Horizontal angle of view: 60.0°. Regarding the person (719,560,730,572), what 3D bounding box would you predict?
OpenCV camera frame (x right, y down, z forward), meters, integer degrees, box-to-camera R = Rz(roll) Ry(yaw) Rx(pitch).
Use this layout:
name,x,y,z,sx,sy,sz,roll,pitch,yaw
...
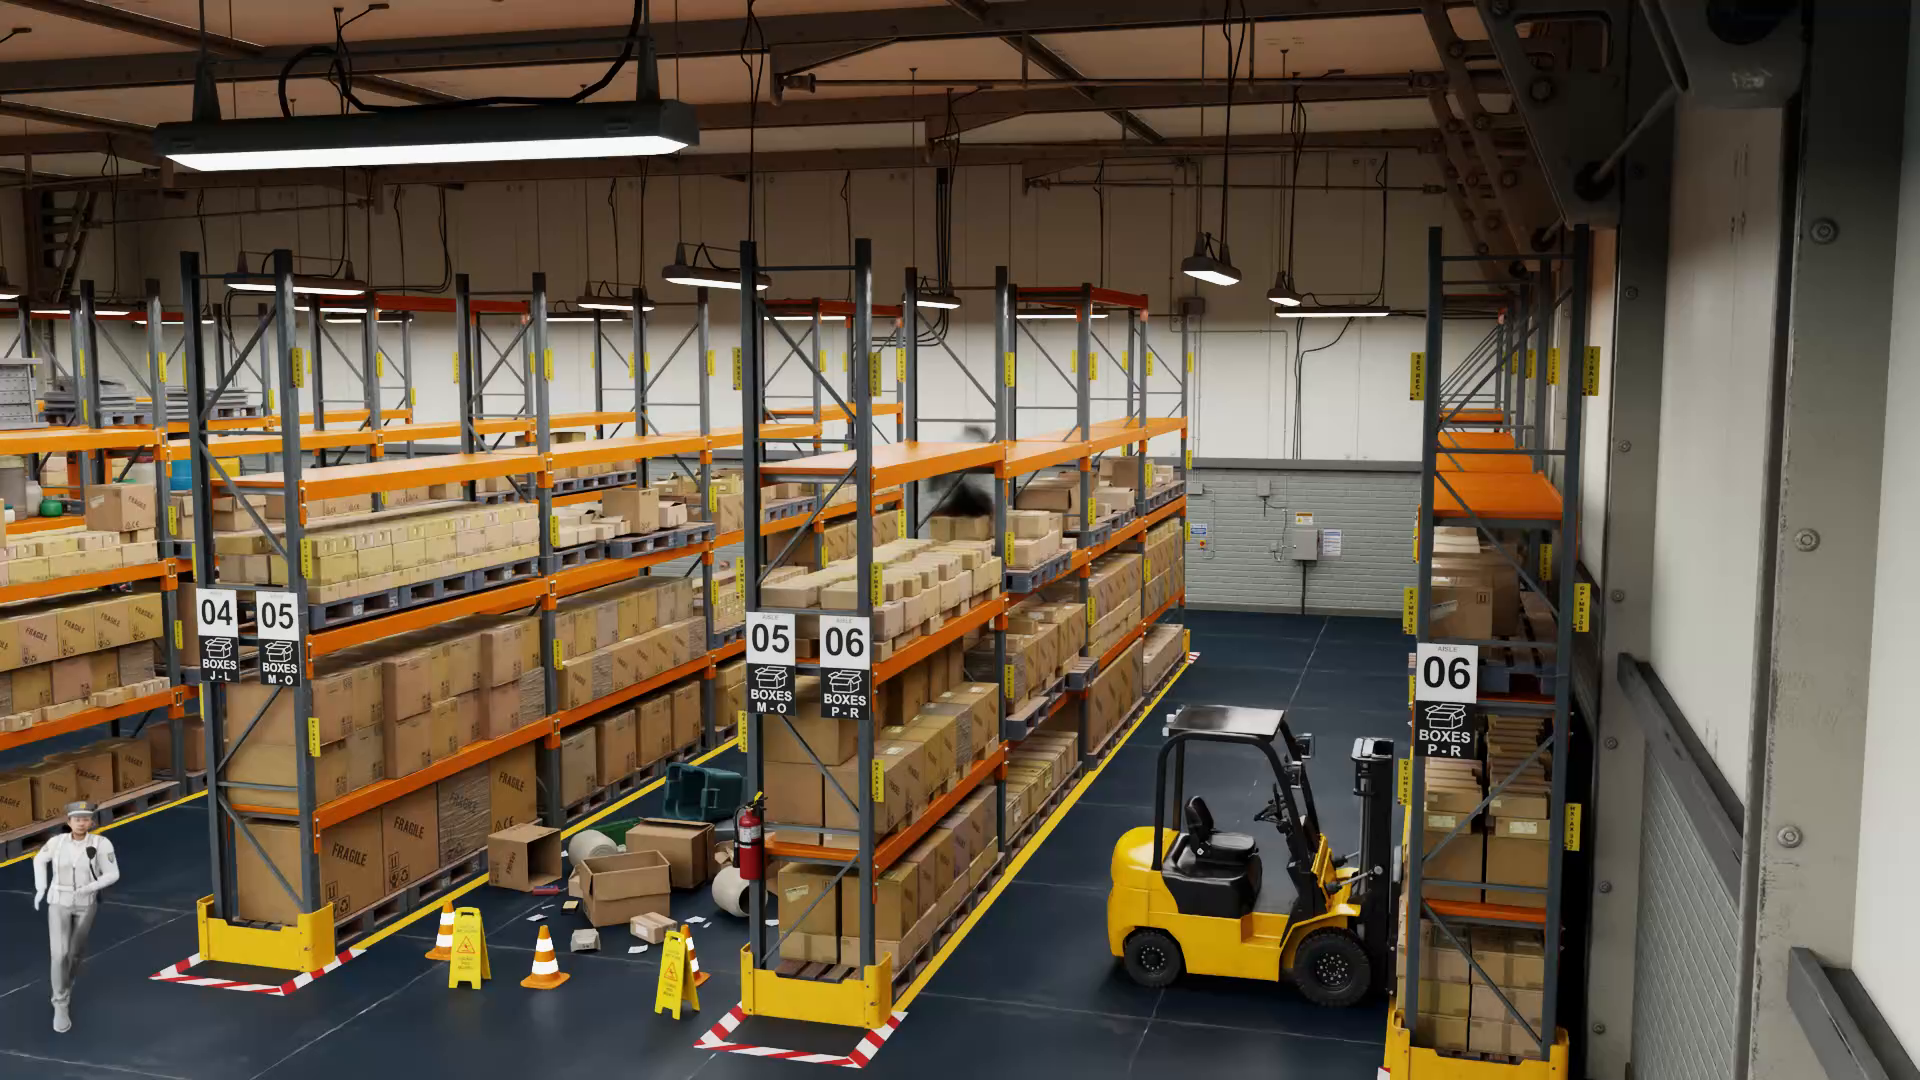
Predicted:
name,x,y,z,sx,sy,sz,roll,pitch,yaw
person,-3.908,1.197,27.596,0.665,1.725,0.968,2,7,18

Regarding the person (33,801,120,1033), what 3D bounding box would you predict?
name,x,y,z,sx,sy,sz,roll,pitch,yaw
person,-6.903,2.875,13.017,0.600,1.686,0.832,-3,7,-27
